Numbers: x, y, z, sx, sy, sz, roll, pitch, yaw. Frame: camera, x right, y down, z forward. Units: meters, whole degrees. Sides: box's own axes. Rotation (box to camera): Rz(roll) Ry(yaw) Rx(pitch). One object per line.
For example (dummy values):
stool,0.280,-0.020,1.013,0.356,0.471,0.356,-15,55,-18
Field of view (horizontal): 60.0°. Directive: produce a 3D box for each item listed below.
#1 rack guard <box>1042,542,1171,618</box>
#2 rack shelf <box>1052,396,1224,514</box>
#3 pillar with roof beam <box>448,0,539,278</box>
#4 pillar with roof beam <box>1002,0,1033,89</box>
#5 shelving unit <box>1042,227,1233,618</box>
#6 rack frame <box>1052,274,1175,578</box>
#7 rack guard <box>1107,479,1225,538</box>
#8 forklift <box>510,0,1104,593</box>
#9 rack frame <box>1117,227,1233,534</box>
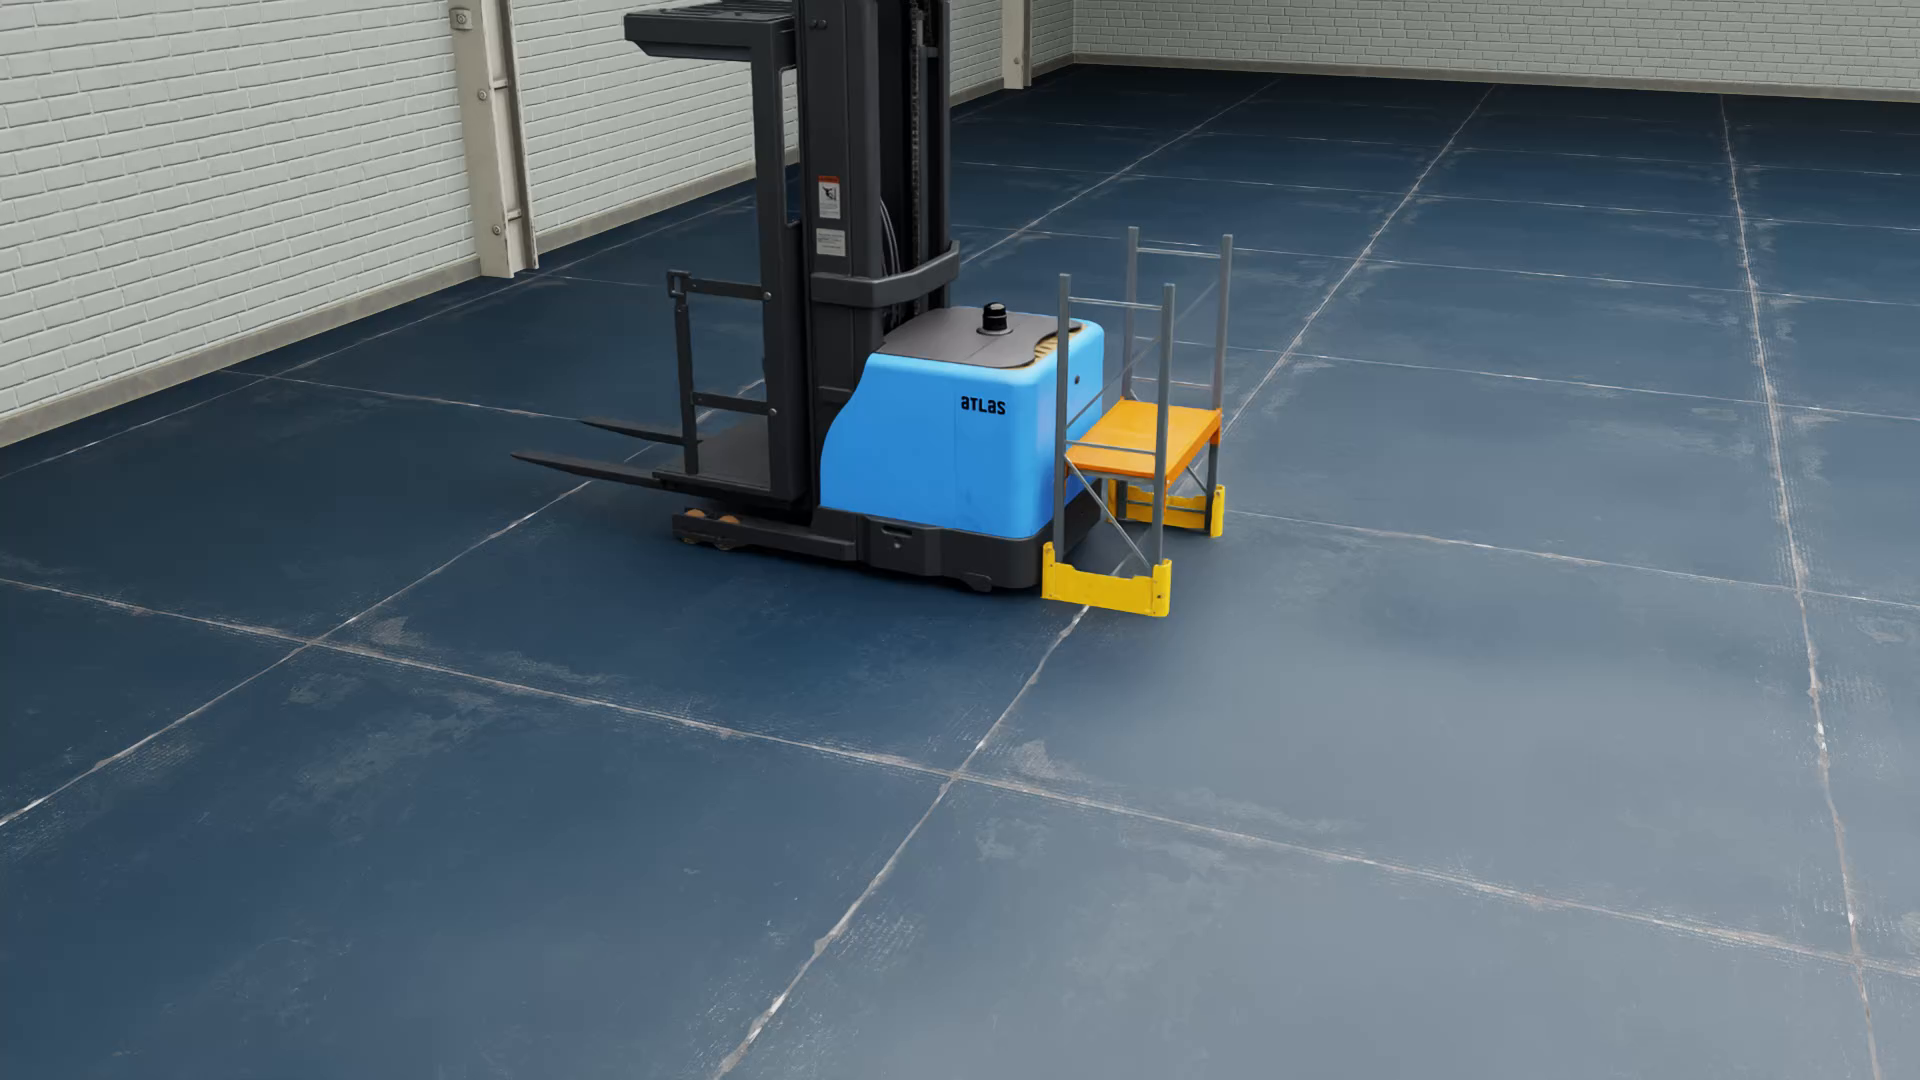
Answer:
rack guard,0.656,0.177,7.502,0.587,0.250,0.087,9,24,20
rack shelf,0.846,-0.415,7.764,0.538,0.185,1.000,9,24,20
pillar with roof beam,0.346,-5.712,10.249,9.100,9.000,0.400,9,24,20
pillar with roof beam,4.804,-10.006,20.529,9.100,9.000,0.400,9,24,20
shelving unit,0.843,-0.578,7.687,0.587,1.500,1.083,9,24,20
rack frame,0.656,-0.399,7.260,0.500,1.500,0.032,9,24,20
rack guard,1.030,-0.179,8.354,0.587,0.250,0.087,9,24,20
forklift,-0.858,-1.476,7.980,3.031,2.935,1.130,10,25,22
rack frame,1.037,-0.763,8.130,0.500,1.500,0.032,9,24,20
